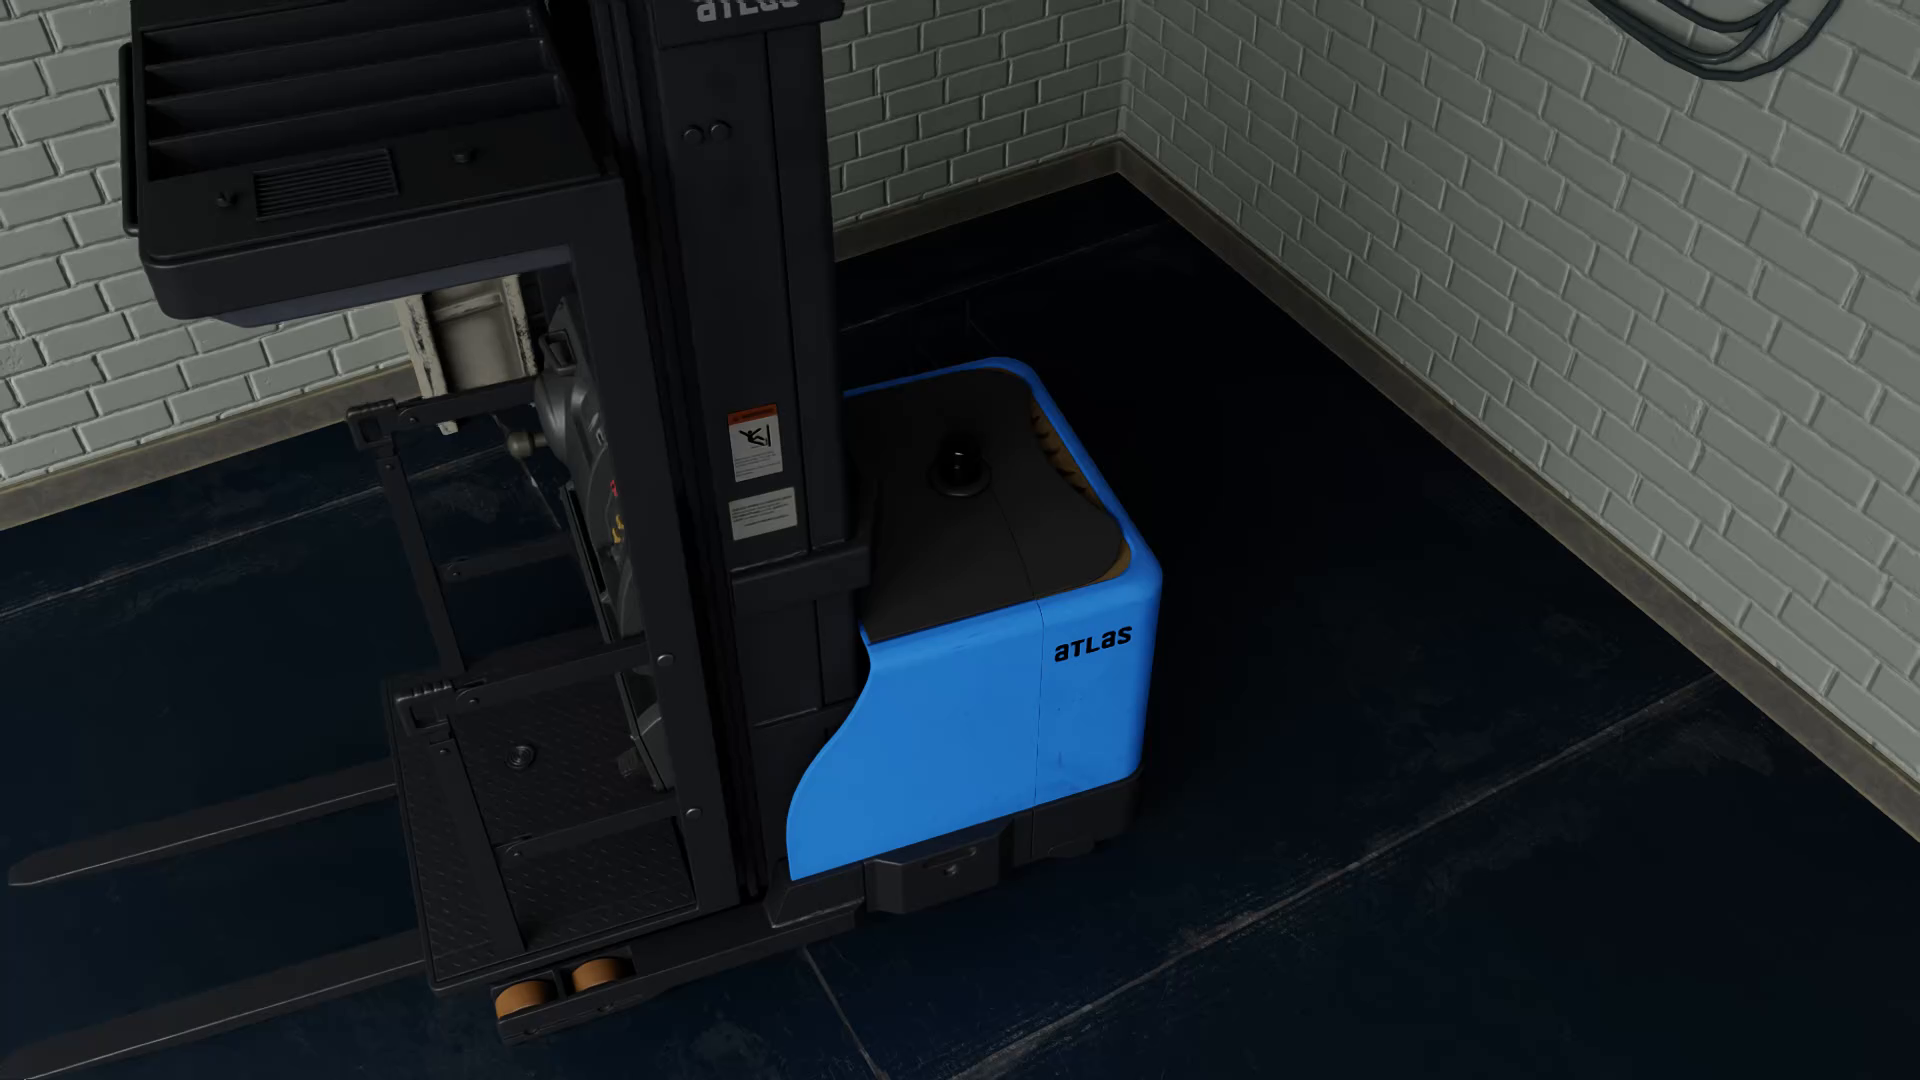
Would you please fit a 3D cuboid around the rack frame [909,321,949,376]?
[{"bbox_3d":[-0.095,-0.285,5.397,0.006,0.900,0.240,-22,48,-21],"label":"rack frame"}]

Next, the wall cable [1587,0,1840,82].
[{"bbox_3d":[1.402,-2.886,4.492,0.112,2.526,3.097,-22,48,-21],"label":"wall cable"}]

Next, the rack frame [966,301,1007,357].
[{"bbox_3d":[0.081,-0.355,5.470,0.006,0.900,0.240,-22,48,-21],"label":"rack frame"}]

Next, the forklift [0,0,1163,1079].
[{"bbox_3d":[-1.047,-0.153,3.803,3.031,2.935,1.130,-15,46,-15],"label":"forklift"}]

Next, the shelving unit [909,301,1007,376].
[{"bbox_3d":[-0.007,-0.320,5.434,0.210,0.900,0.258,-22,48,-21],"label":"shelving unit"}]

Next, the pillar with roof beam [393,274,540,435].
[{"bbox_3d":[0.333,-1.177,0.501,0.400,9.000,9.100,-22,48,-21],"label":"pillar with roof beam"}]

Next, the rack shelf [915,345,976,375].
[{"bbox_3d":[-0.007,-0.490,5.269,0.200,0.077,0.258,-22,48,-21],"label":"rack shelf"}]
